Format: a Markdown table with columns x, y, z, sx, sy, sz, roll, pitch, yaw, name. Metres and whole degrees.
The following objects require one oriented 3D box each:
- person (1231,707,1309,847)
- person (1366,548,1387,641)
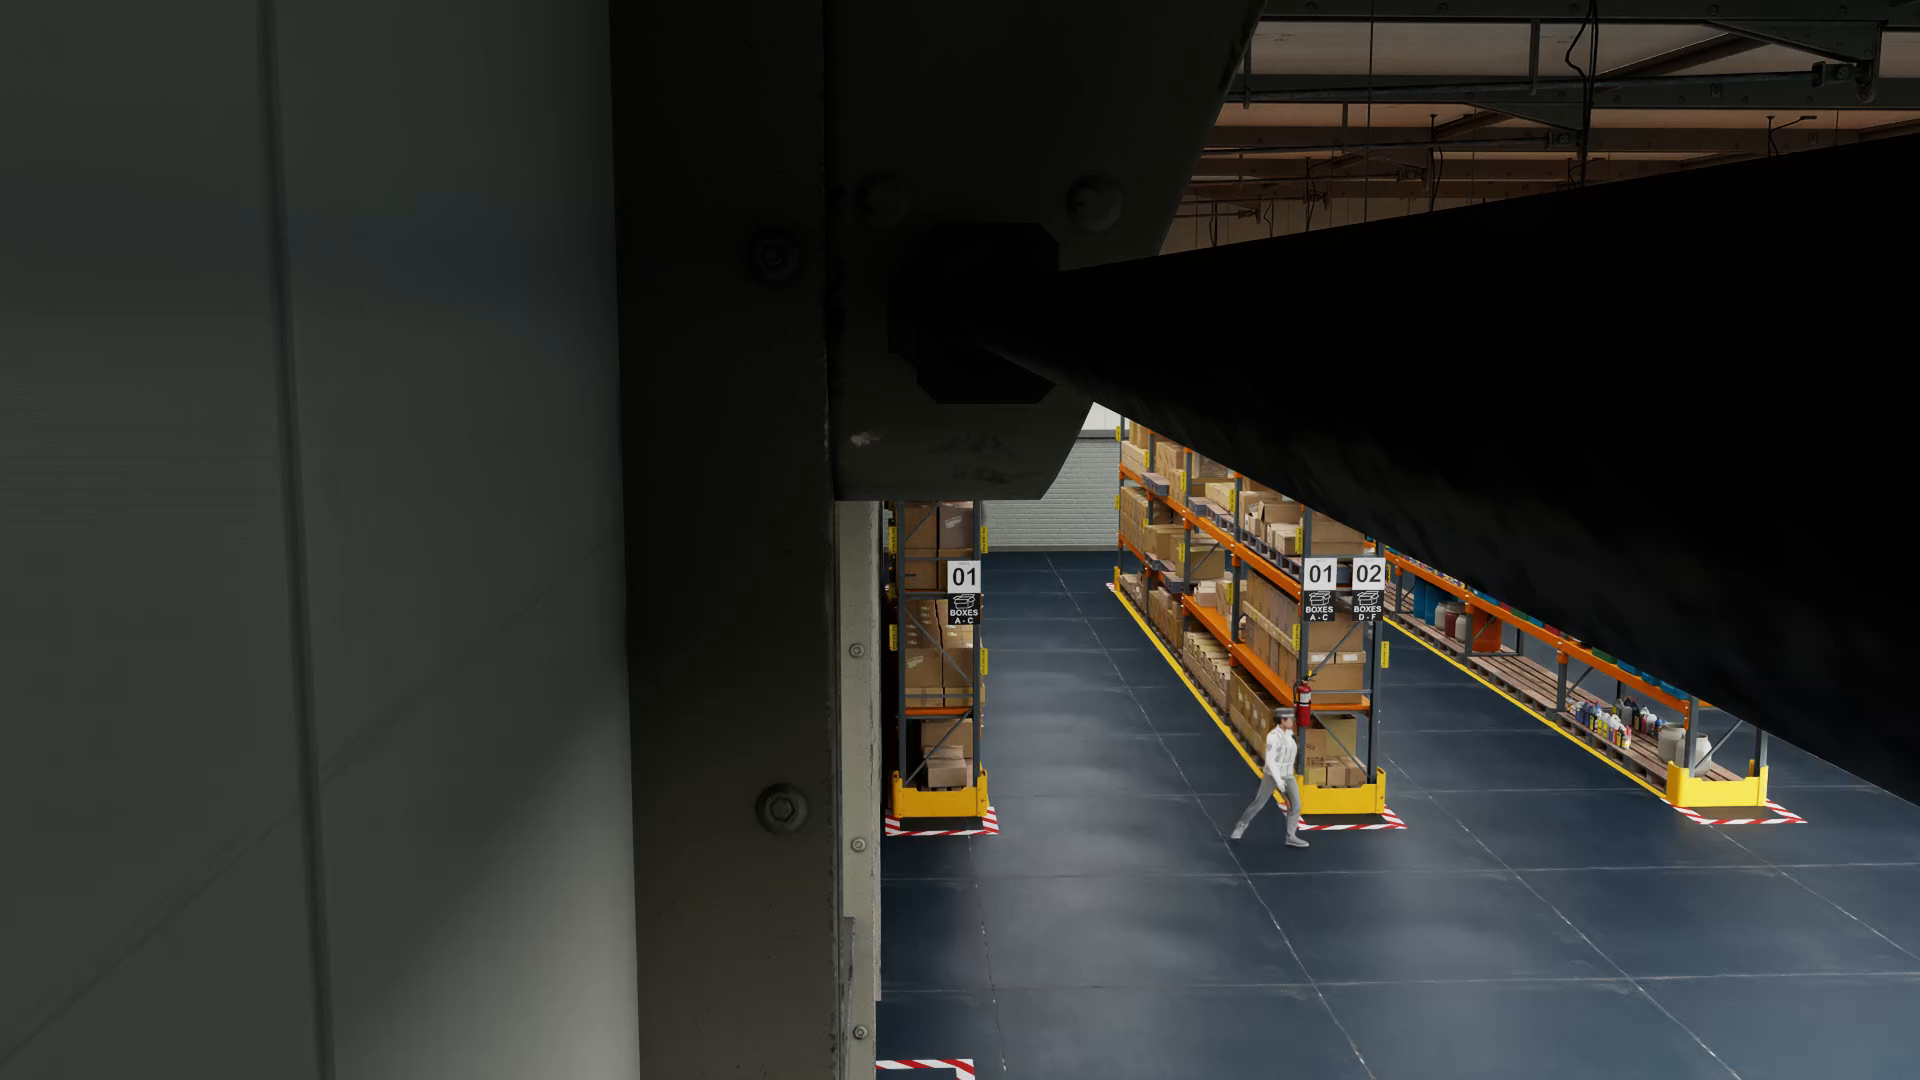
| x | y | z | sx | sy | sz | roll | pitch | yaw | name |
| --- | --- | --- | --- | --- | --- | --- | --- | --- | --- |
| 3.616 | 2.743 | 19.352 | 0.661 | 1.625 | 0.792 | -6 | 10 | -37 | person |
| 7.693 | 0.994 | 31.267 | 0.661 | 1.735 | 0.676 | -2 | 8 | -14 | person |
